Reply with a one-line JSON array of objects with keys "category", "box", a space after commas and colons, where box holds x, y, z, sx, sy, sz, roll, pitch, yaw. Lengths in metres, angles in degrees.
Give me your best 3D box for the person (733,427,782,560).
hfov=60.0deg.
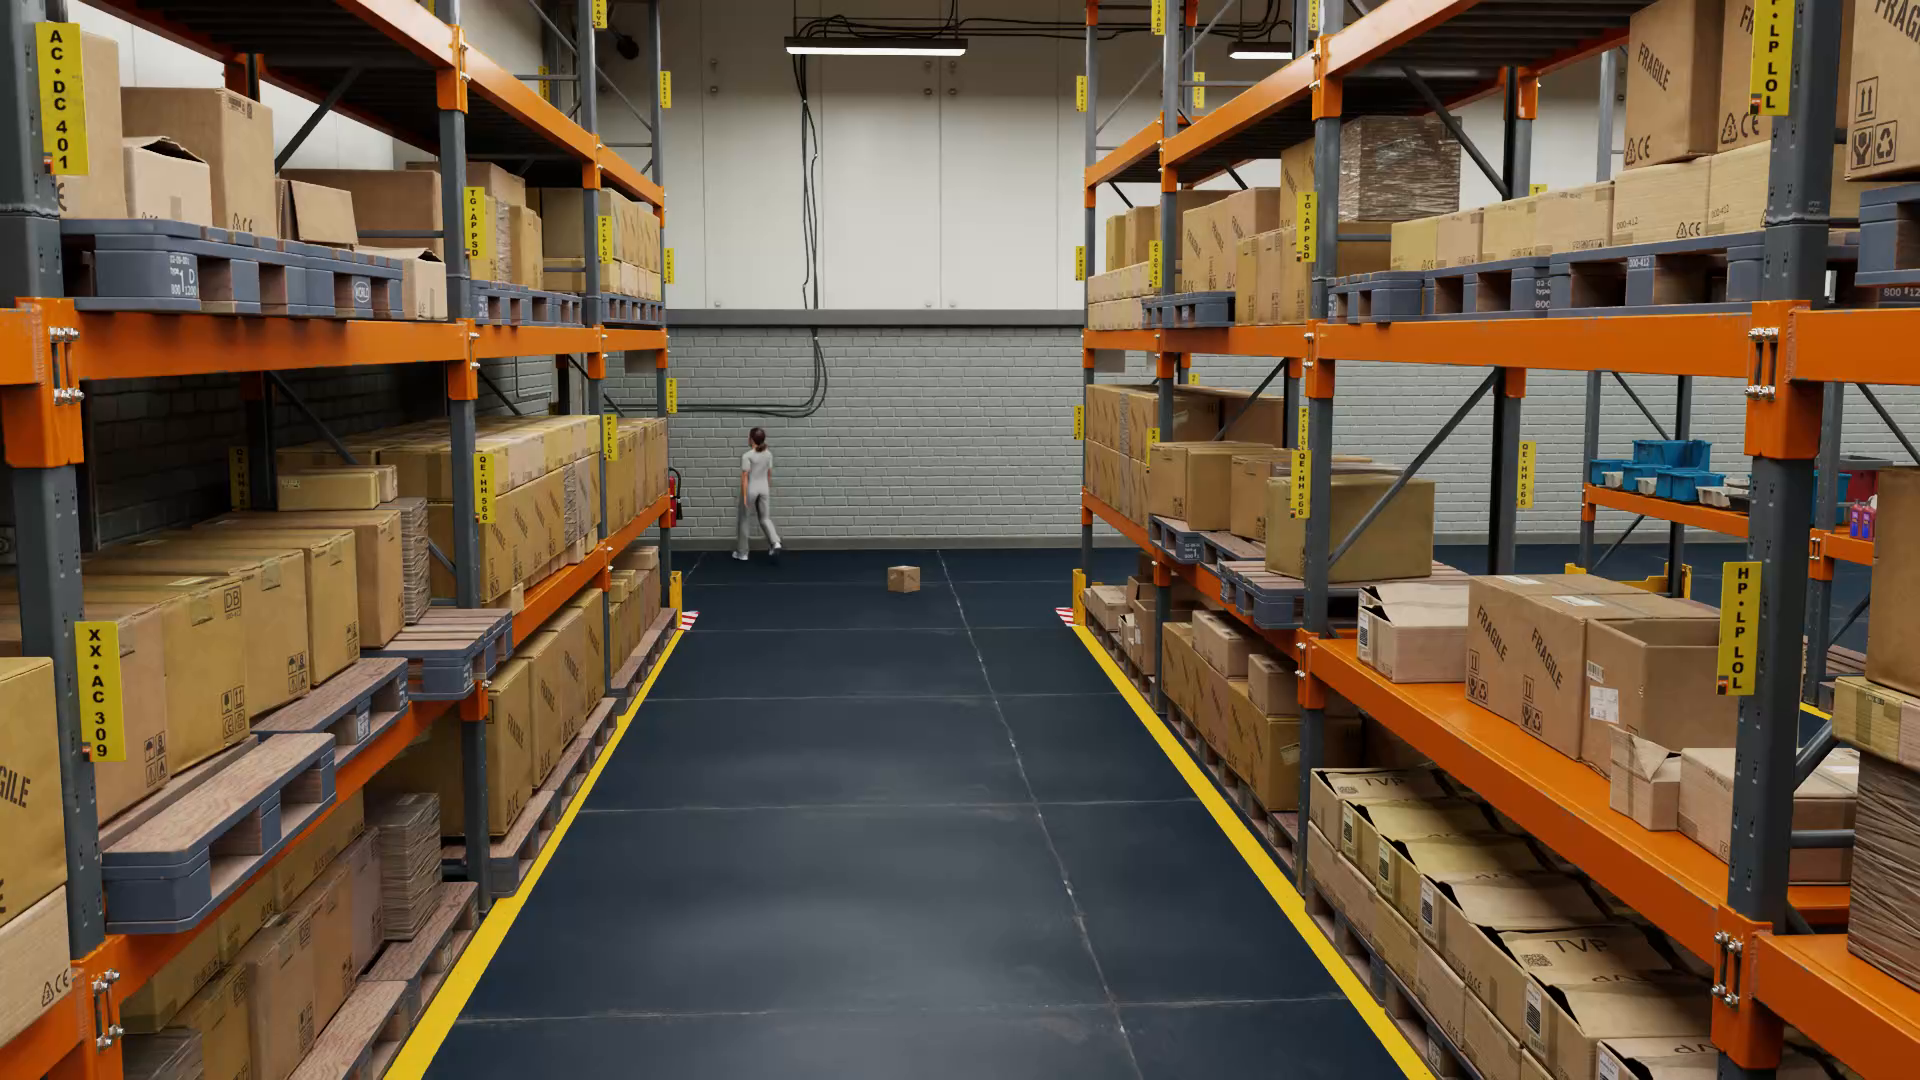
[{"category": "person", "box": [-2.512, -0.561, 20.329, 0.440, 1.643, 0.835, -4, 8, -31]}]
